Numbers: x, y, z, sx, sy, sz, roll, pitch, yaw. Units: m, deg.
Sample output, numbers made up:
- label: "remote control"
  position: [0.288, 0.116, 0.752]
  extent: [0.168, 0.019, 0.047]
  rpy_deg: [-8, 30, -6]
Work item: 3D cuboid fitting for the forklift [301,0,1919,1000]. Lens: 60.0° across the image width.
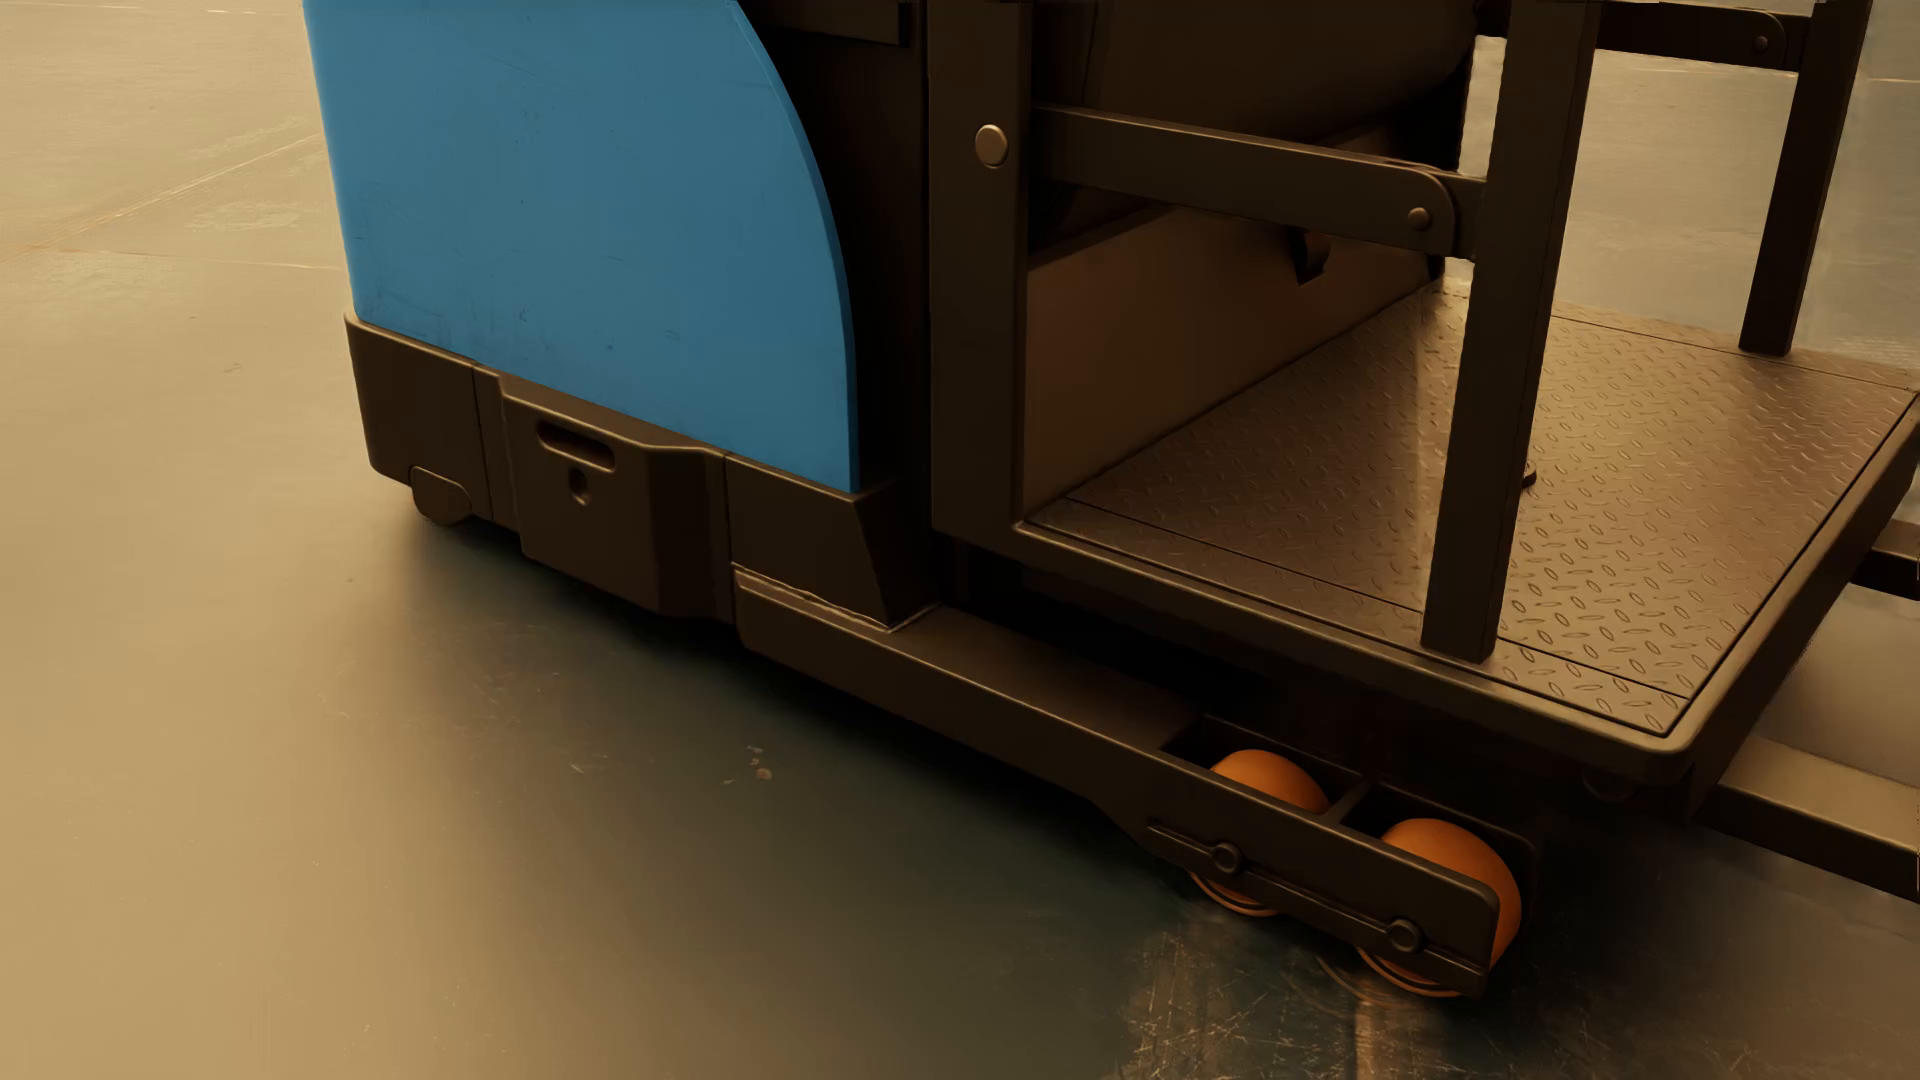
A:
- label: "forklift"
  position: [0.547, -1.136, 1.499]
  extent: [3.031, 2.935, 1.130]
  rpy_deg: [20, 33, 34]
